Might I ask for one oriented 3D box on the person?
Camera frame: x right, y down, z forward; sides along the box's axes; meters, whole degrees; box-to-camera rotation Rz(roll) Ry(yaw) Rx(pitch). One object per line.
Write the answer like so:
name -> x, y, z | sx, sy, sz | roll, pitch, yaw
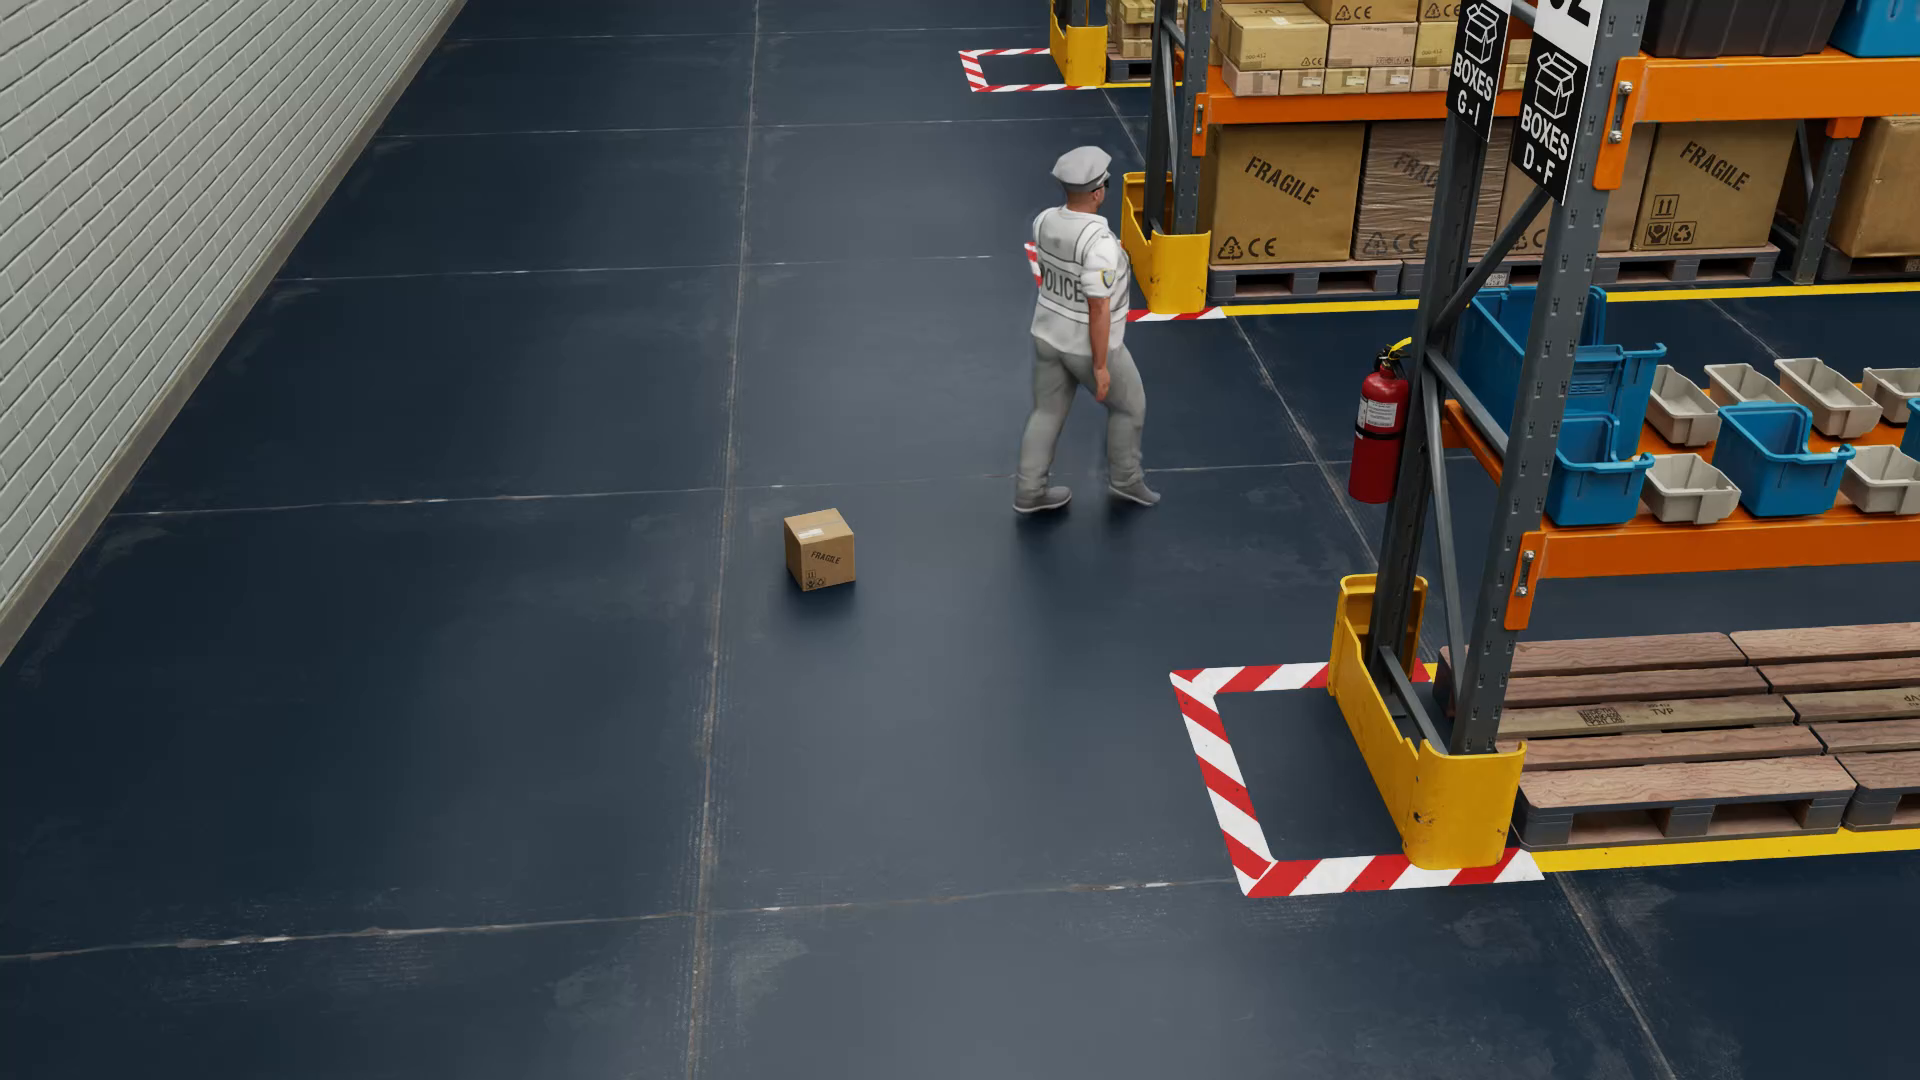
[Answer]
person -> 0.636, -0.942, 7.693 | 0.833, 1.798, 0.585 | -25, 39, -35
